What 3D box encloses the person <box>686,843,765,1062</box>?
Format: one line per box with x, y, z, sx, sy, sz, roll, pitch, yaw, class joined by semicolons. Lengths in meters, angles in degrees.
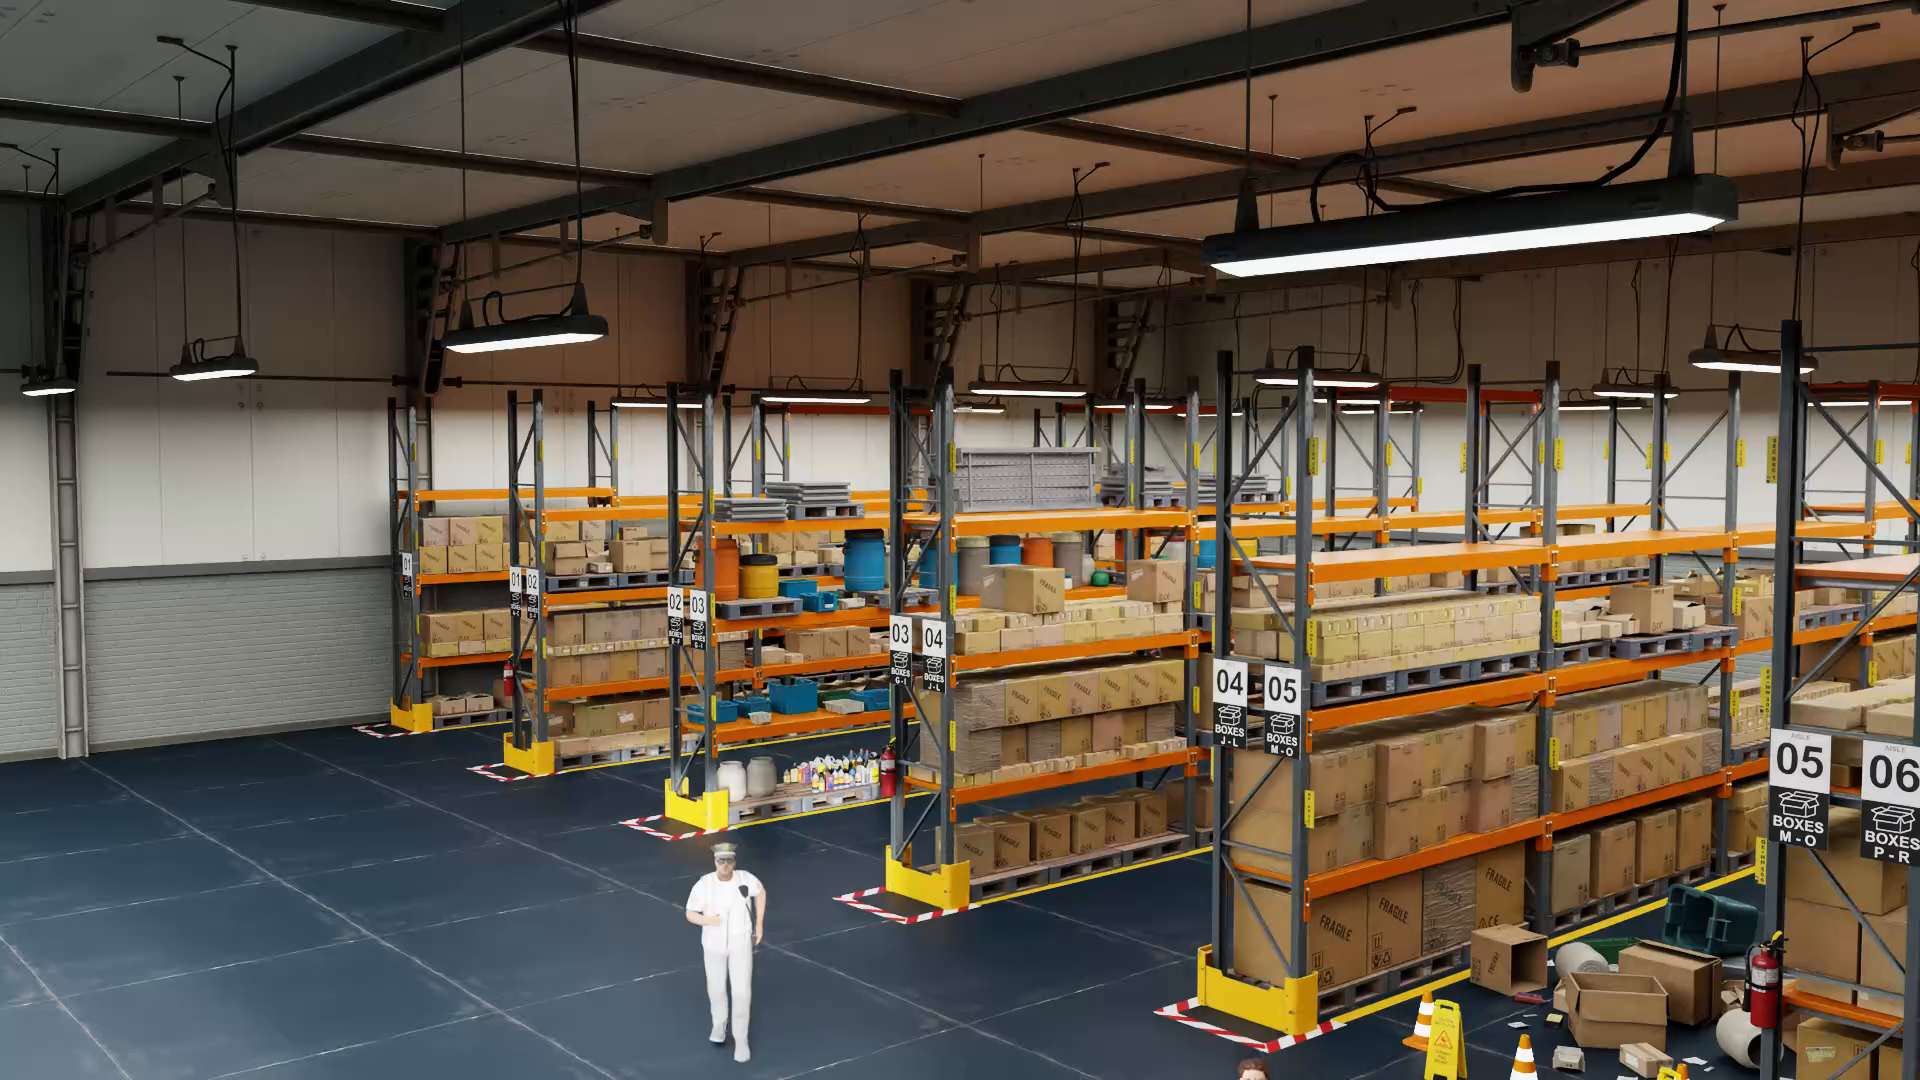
-1.979;3.465;14.068;0.663;1.865;0.793;0;3;-7;person

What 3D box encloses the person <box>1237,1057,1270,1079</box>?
1.690;3.787;9.511;0.595;1.724;0.899;1;3;11;person
